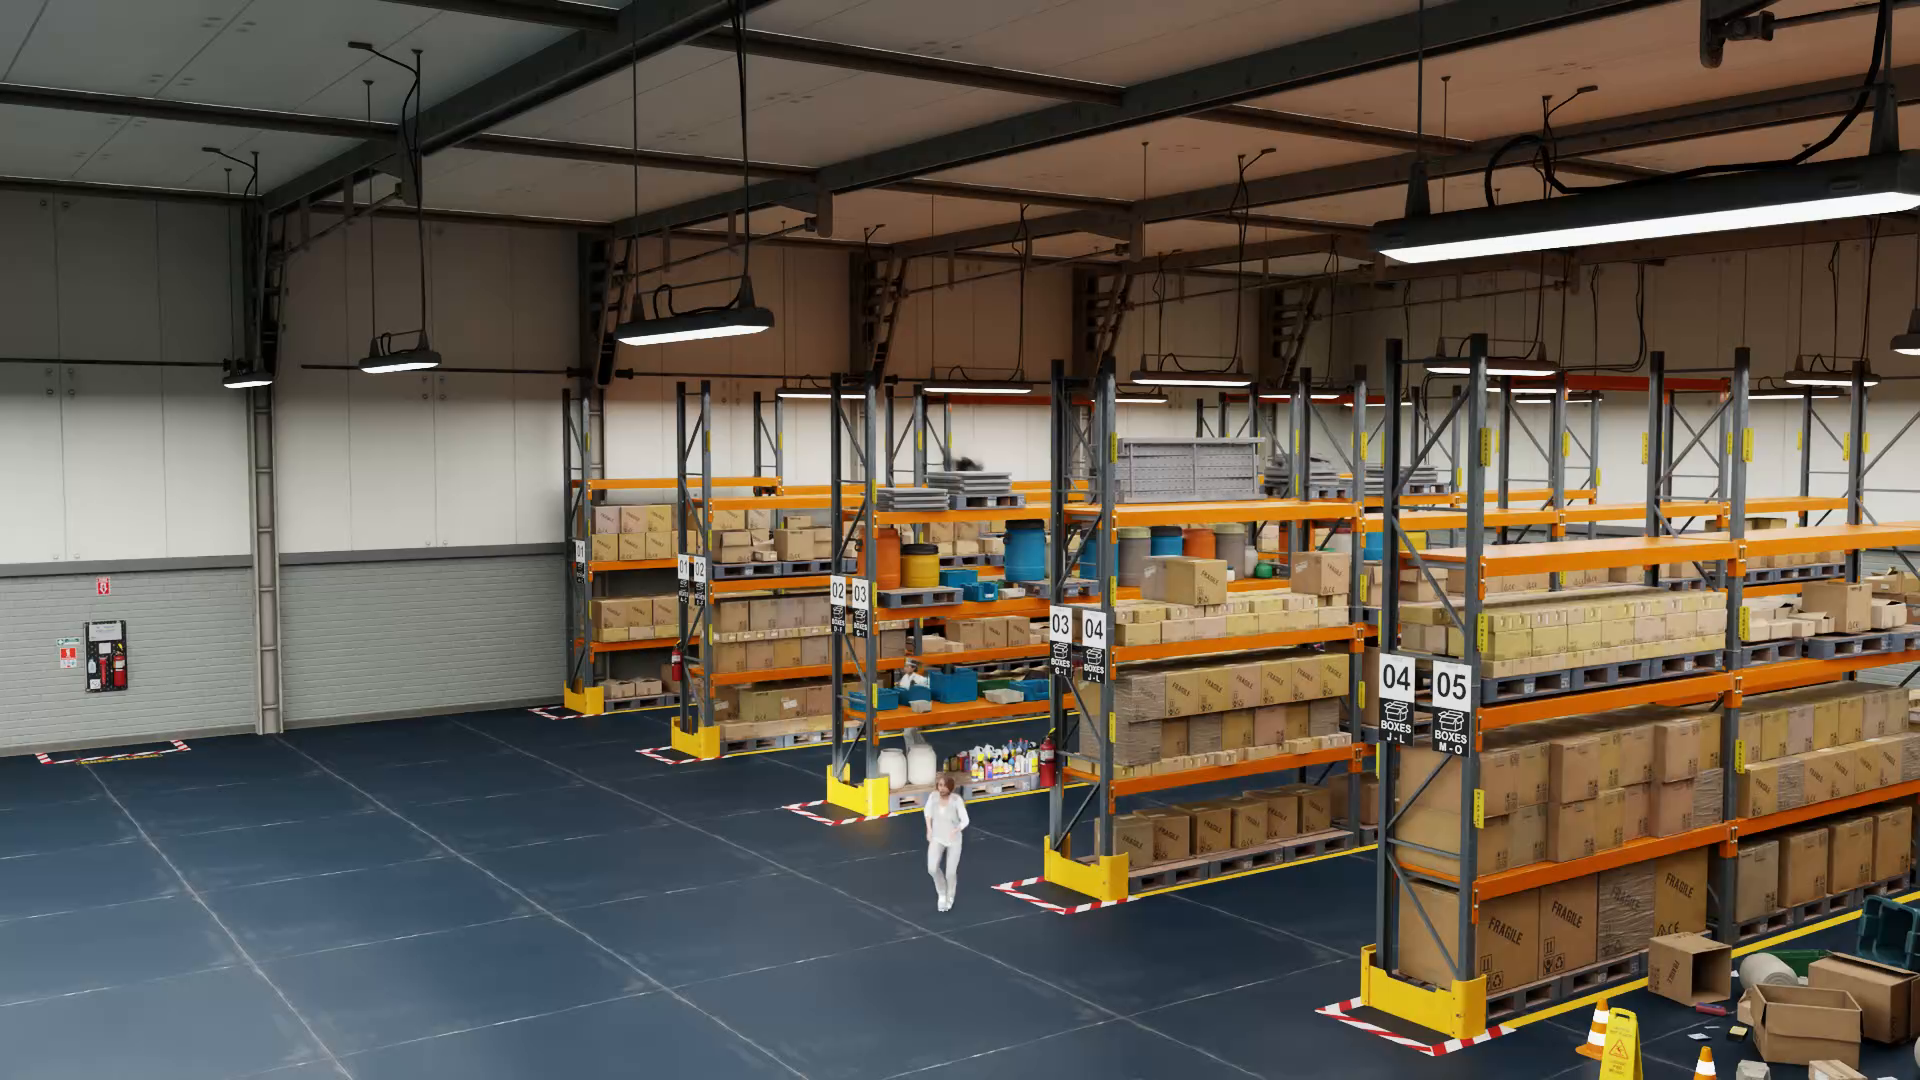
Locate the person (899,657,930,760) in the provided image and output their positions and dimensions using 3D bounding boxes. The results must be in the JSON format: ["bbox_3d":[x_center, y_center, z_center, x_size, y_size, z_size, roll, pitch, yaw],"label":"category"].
[{"bbox_3d":[-0.714,2.679,25.682,0.739,1.770,0.631,-3,5,-39],"label":"person"}]

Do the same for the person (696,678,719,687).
[{"bbox_3d":[-4.256,2.460,28.976,0.661,1.675,0.647,3,5,43],"label":"person"}]

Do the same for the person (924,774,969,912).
[{"bbox_3d":[-0.152,3.249,17.897,0.522,1.532,0.740,1,4,10],"label":"person"}]
